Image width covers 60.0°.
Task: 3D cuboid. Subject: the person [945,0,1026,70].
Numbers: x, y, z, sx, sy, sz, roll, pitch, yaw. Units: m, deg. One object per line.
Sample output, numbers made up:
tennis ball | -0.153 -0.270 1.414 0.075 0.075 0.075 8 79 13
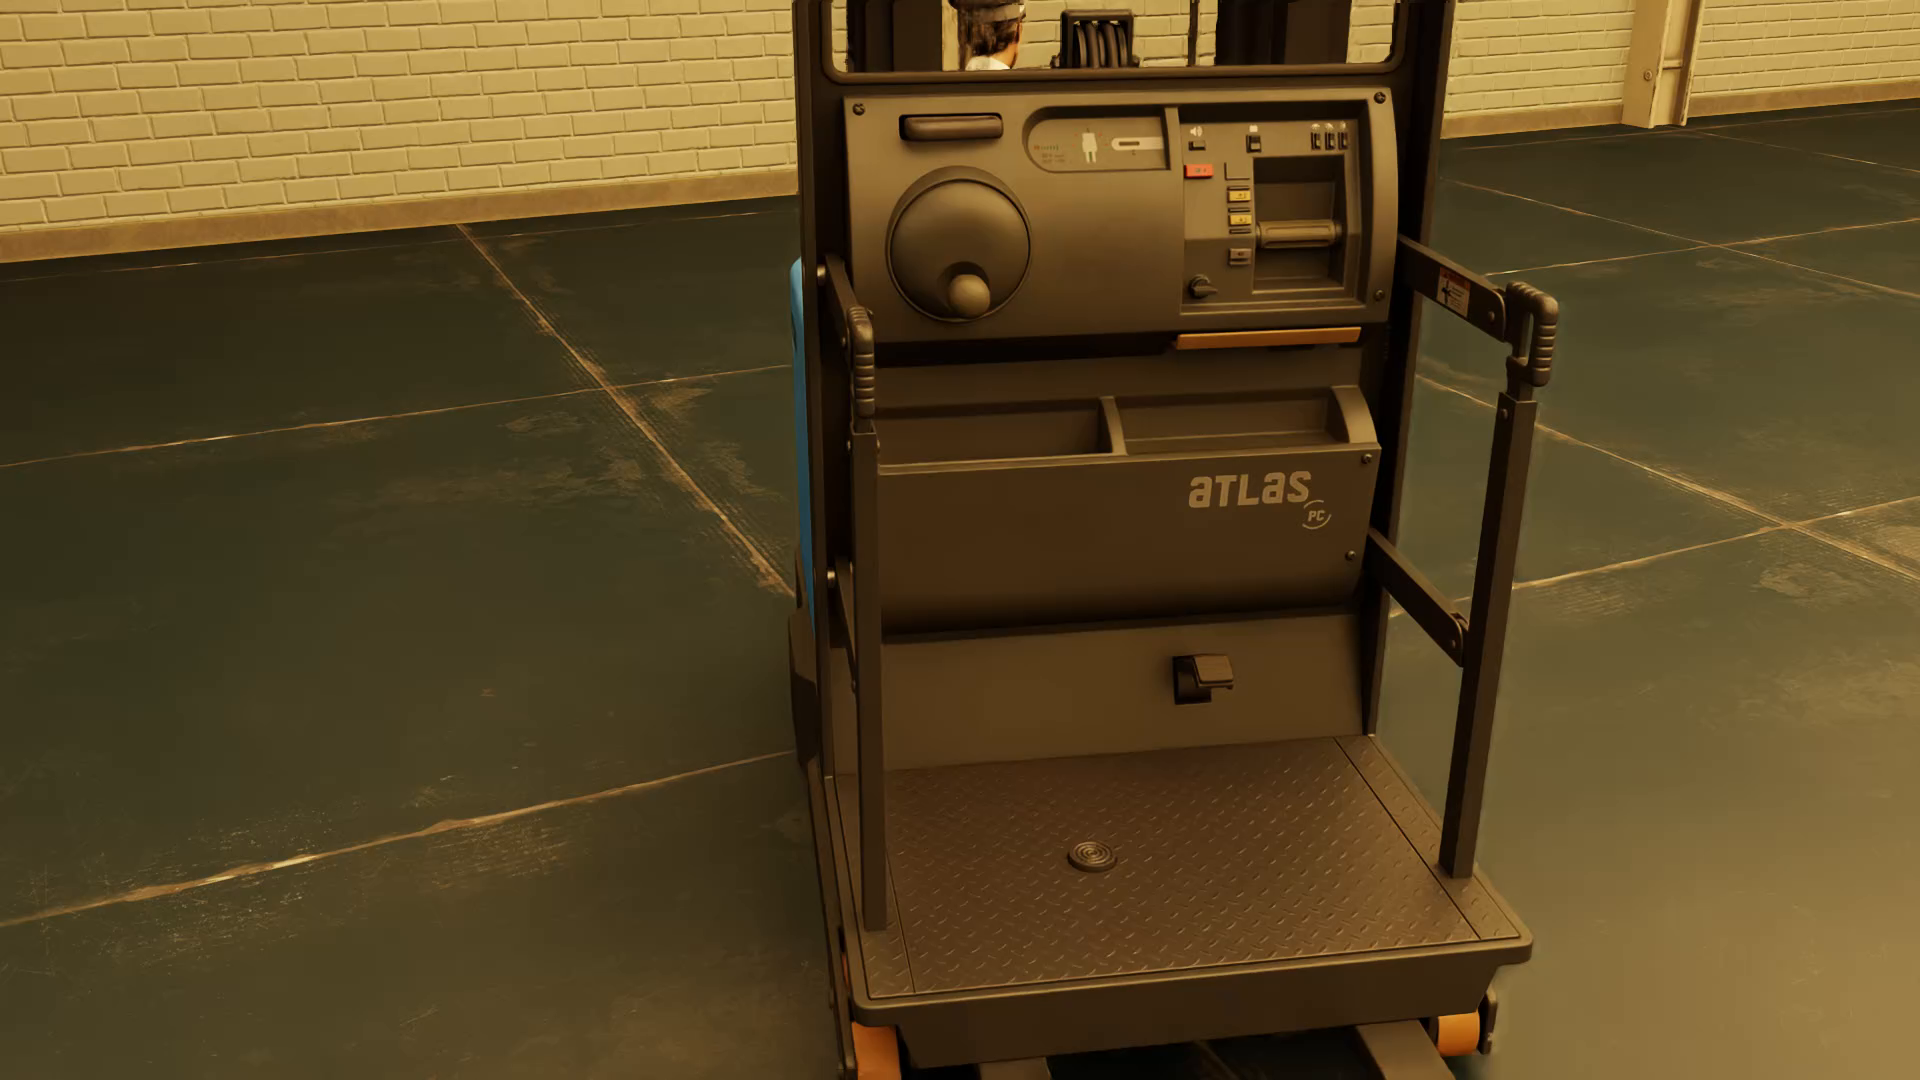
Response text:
person | 0.167 -0.803 4.907 0.603 1.643 0.615 -14 27 -31

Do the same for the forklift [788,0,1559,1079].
forklift | 0.310 -0.533 2.570 1.130 2.935 3.031 -3 23 -8
